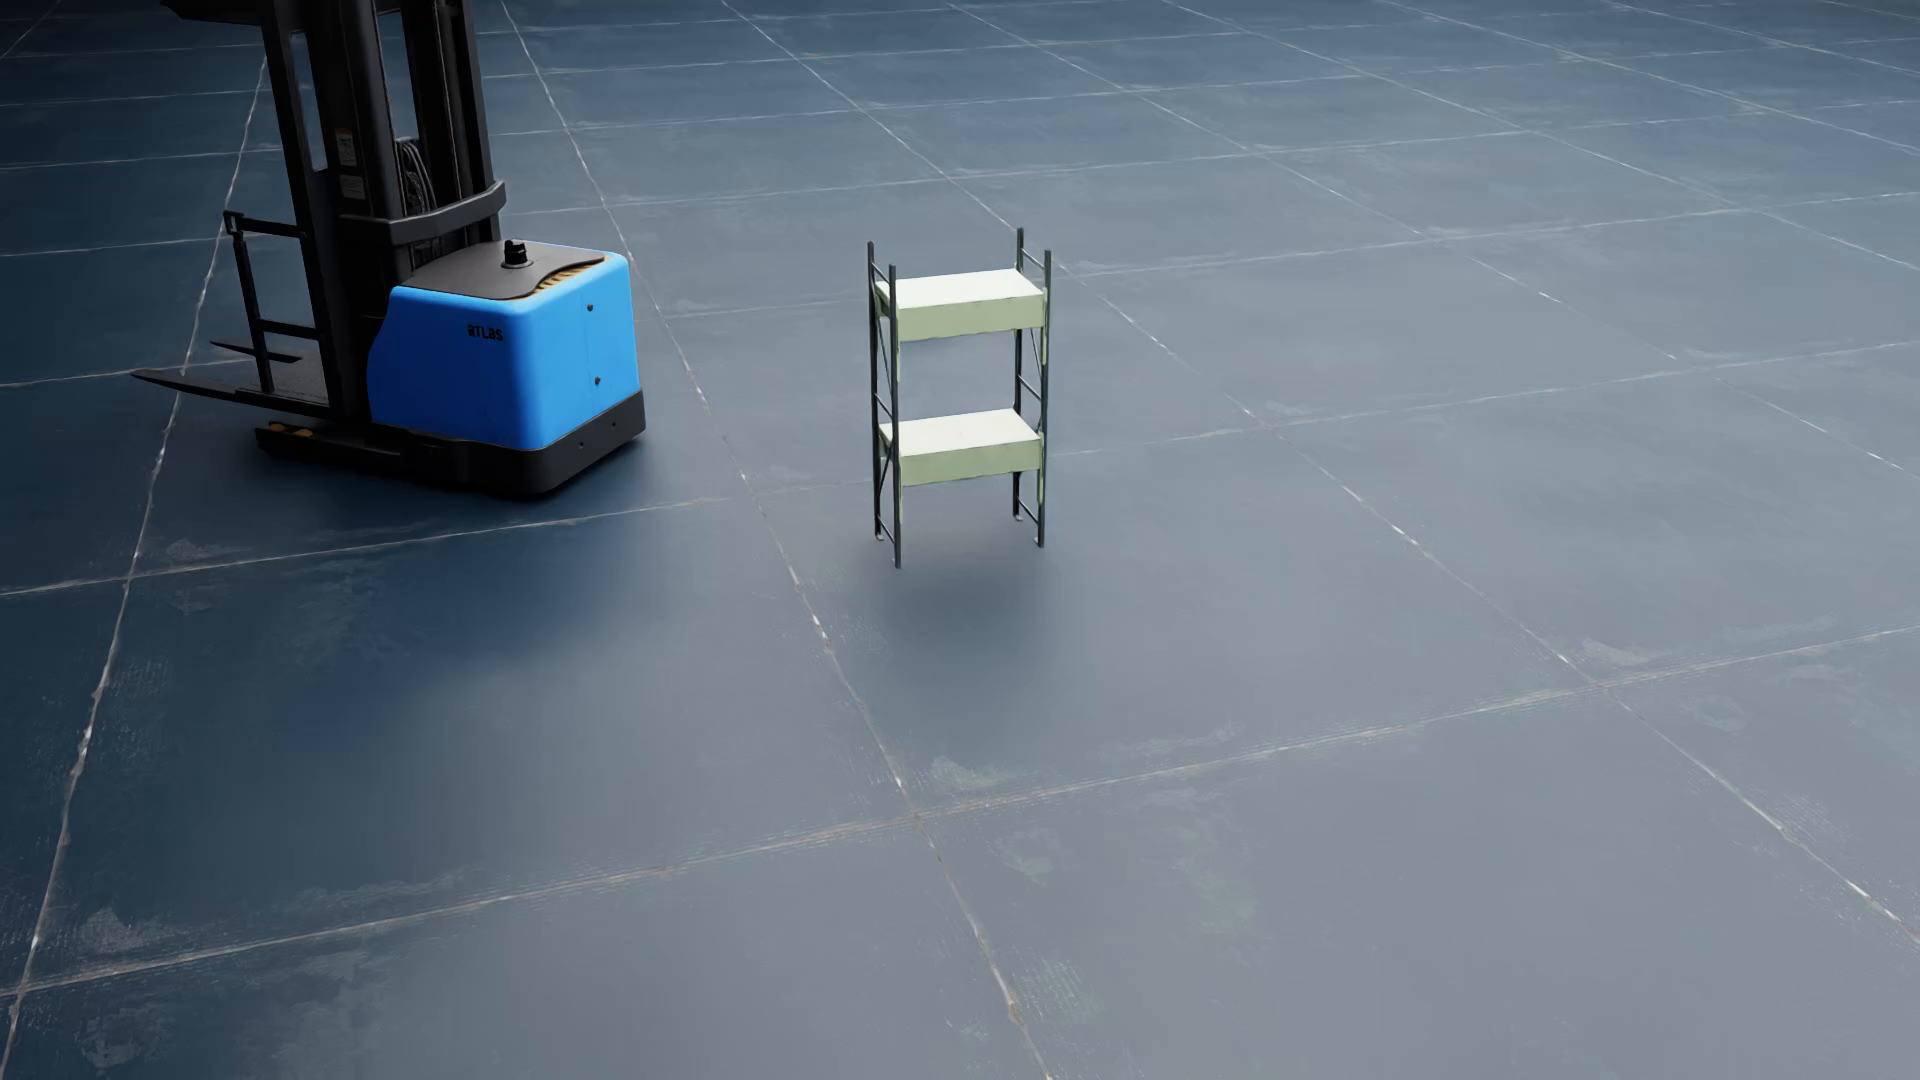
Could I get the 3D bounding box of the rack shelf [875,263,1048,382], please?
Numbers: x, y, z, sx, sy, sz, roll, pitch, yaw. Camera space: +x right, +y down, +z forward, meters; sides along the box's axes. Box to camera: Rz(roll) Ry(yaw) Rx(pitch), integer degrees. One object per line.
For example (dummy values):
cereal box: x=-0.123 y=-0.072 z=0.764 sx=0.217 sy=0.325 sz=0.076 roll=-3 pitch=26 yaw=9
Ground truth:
rack shelf: x=-0.006 y=-1.020 z=7.741 sx=0.720 sy=0.370 sz=0.431 roll=-8 pitch=28 yaw=-16

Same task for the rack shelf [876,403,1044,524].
rack shelf: x=-0.006 y=-0.379 z=8.060 sx=0.720 sy=0.370 sz=0.431 roll=-8 pitch=28 yaw=-16

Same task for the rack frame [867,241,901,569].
rack frame: x=-0.354 y=-0.620 z=7.813 sx=0.023 sy=1.500 sz=0.400 roll=-8 pitch=28 yaw=-16

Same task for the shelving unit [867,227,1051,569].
shelving unit: x=-0.006 y=-0.671 z=7.915 sx=0.755 sy=1.500 sz=0.431 roll=-8 pitch=28 yaw=-16

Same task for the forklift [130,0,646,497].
forklift: x=-3.331 y=-1.955 z=8.891 sx=3.031 sy=2.935 sz=1.130 roll=11 pitch=28 yaw=21

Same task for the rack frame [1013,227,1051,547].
rack frame: x=0.342 y=-0.721 z=8.016 sx=0.023 sy=1.500 sz=0.400 roll=-8 pitch=28 yaw=-16
